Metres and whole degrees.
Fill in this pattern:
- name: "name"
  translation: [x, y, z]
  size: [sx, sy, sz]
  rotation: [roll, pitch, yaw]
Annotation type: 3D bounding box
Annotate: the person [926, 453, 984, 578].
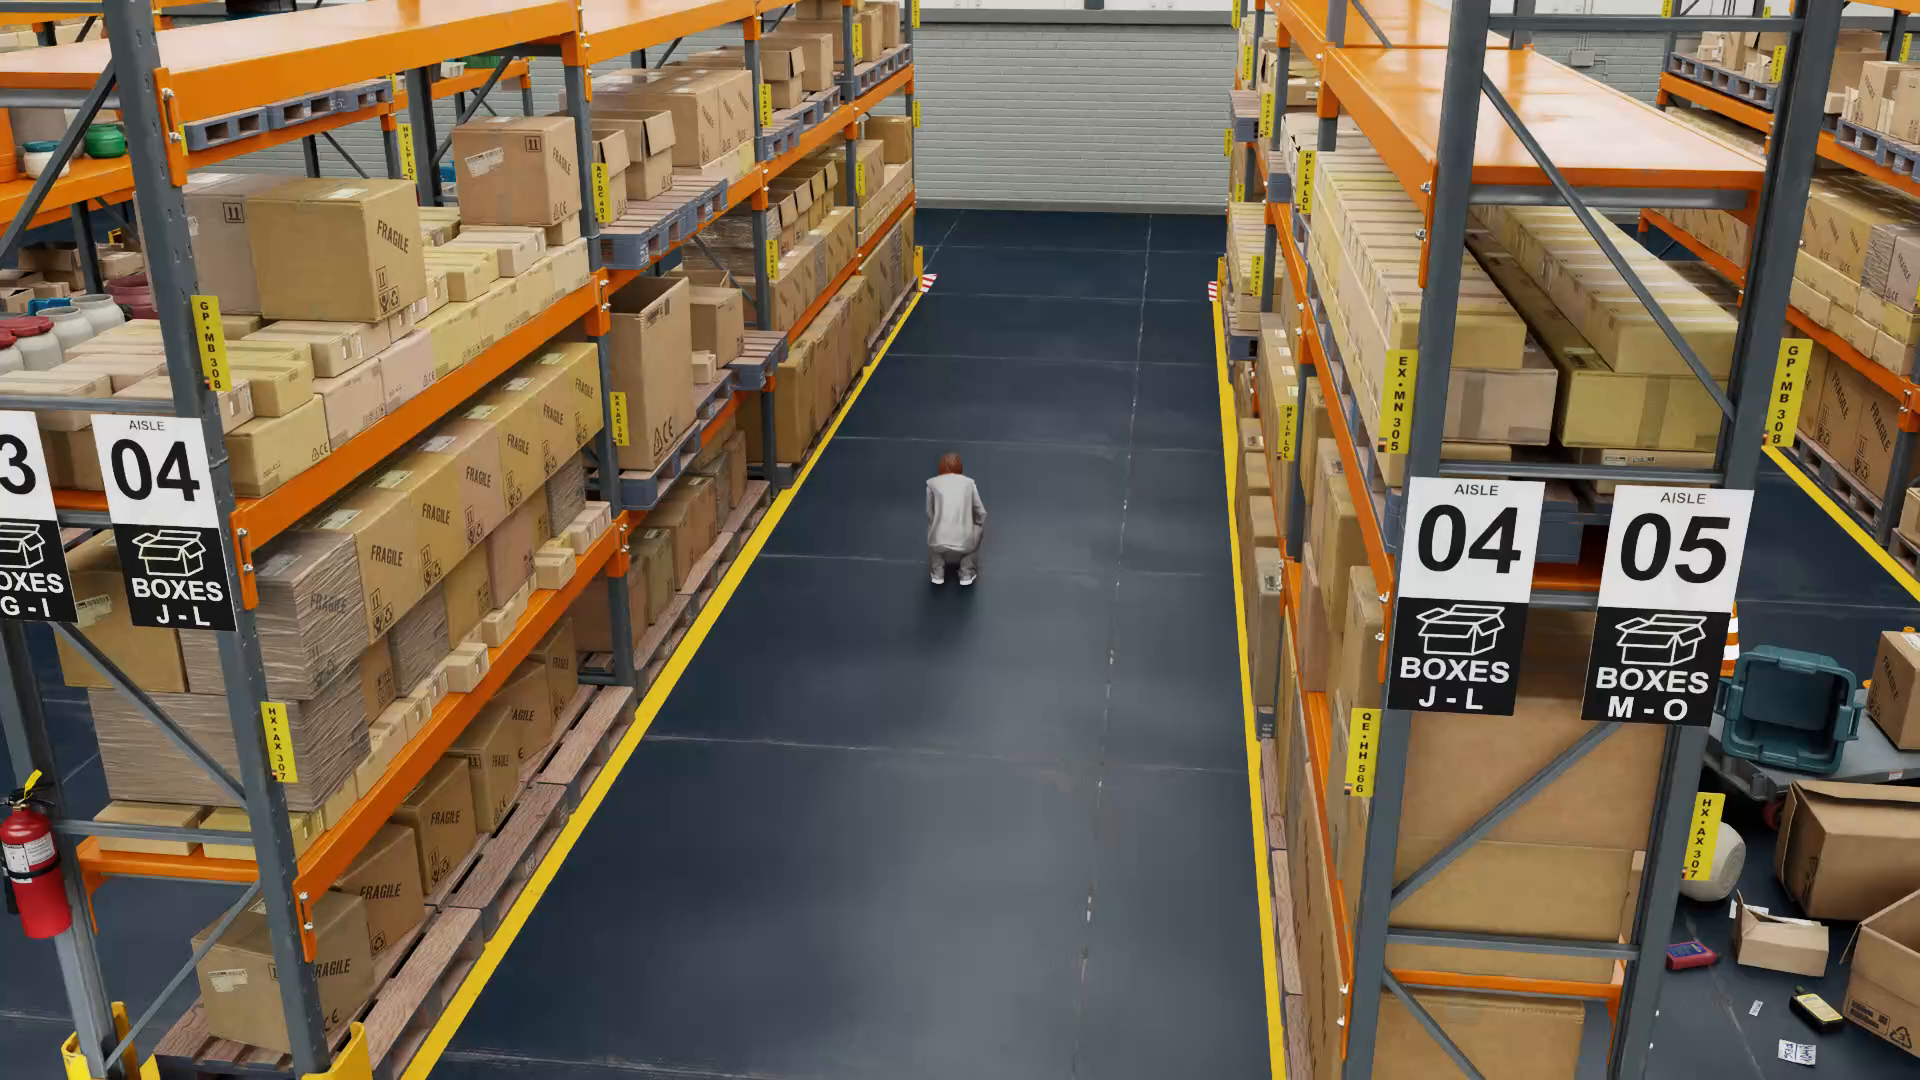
- name: "person"
  translation: [-0.046, -0.182, 12.462]
  size: [0.437, 0.809, 0.806]
  rotation: [3, 22, 6]
